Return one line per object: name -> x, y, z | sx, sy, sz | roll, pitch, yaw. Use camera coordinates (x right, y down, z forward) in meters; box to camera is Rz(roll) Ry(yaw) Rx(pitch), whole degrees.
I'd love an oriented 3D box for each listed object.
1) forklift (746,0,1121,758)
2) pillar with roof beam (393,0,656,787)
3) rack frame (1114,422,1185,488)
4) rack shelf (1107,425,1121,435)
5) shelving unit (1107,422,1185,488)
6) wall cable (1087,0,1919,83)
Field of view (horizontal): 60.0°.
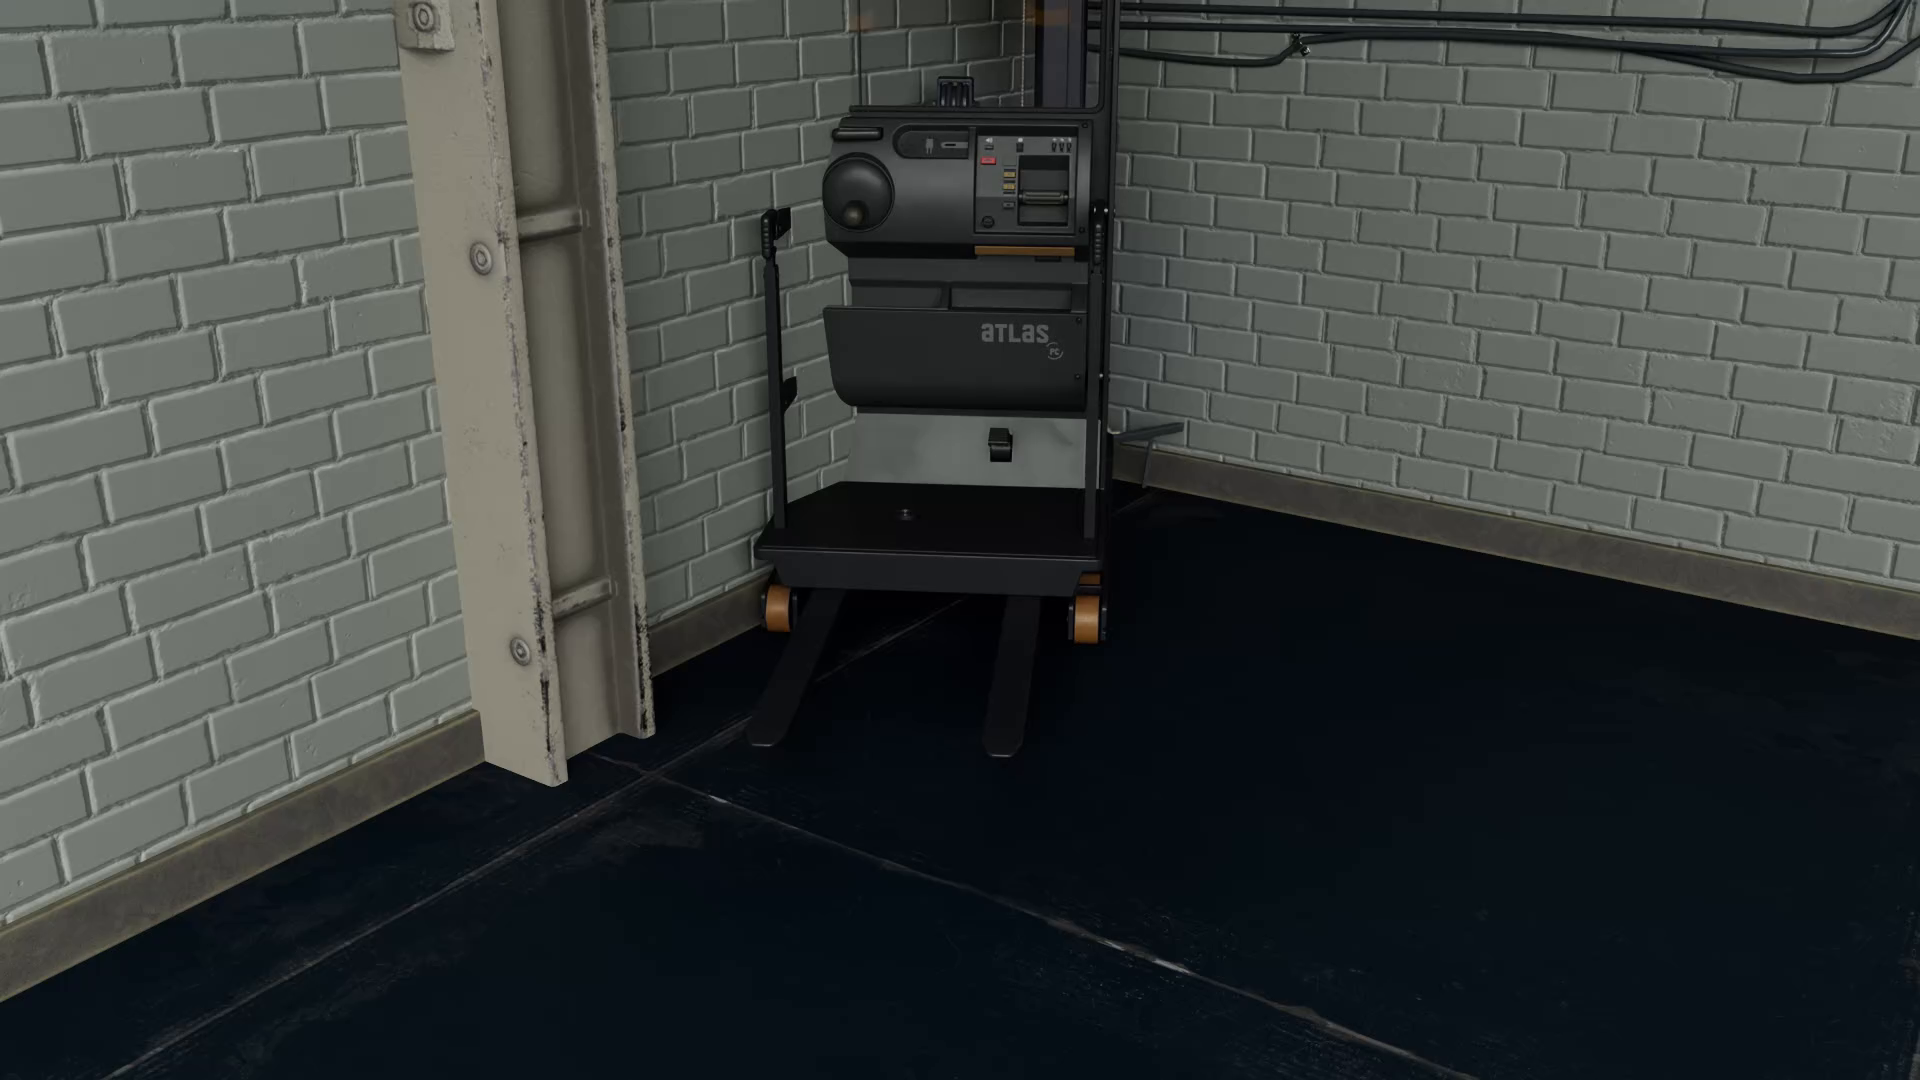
forklift -> -0.059, -1.159, 5.172 | 1.130, 2.935, 3.031 | 2, 20, 5
pillar with roof beam -> 2.453, -2.803, 0.872 | 9.100, 9.000, 0.400 | 13, 24, 32
rack frame -> 0.758, -0.287, 6.794 | 1.500, 0.400, 0.023 | -11, 39, -21
rack shelf -> 0.315, -0.436, 6.940 | 0.370, 0.431, 0.720 | -11, 39, -21
shelving unit -> 0.613, -0.495, 7.058 | 1.500, 0.431, 0.755 | -11, 39, -21
wall cable -> 1.643, -2.774, 5.268 | 3.097, 2.526, 0.112 | 13, 24, 32
